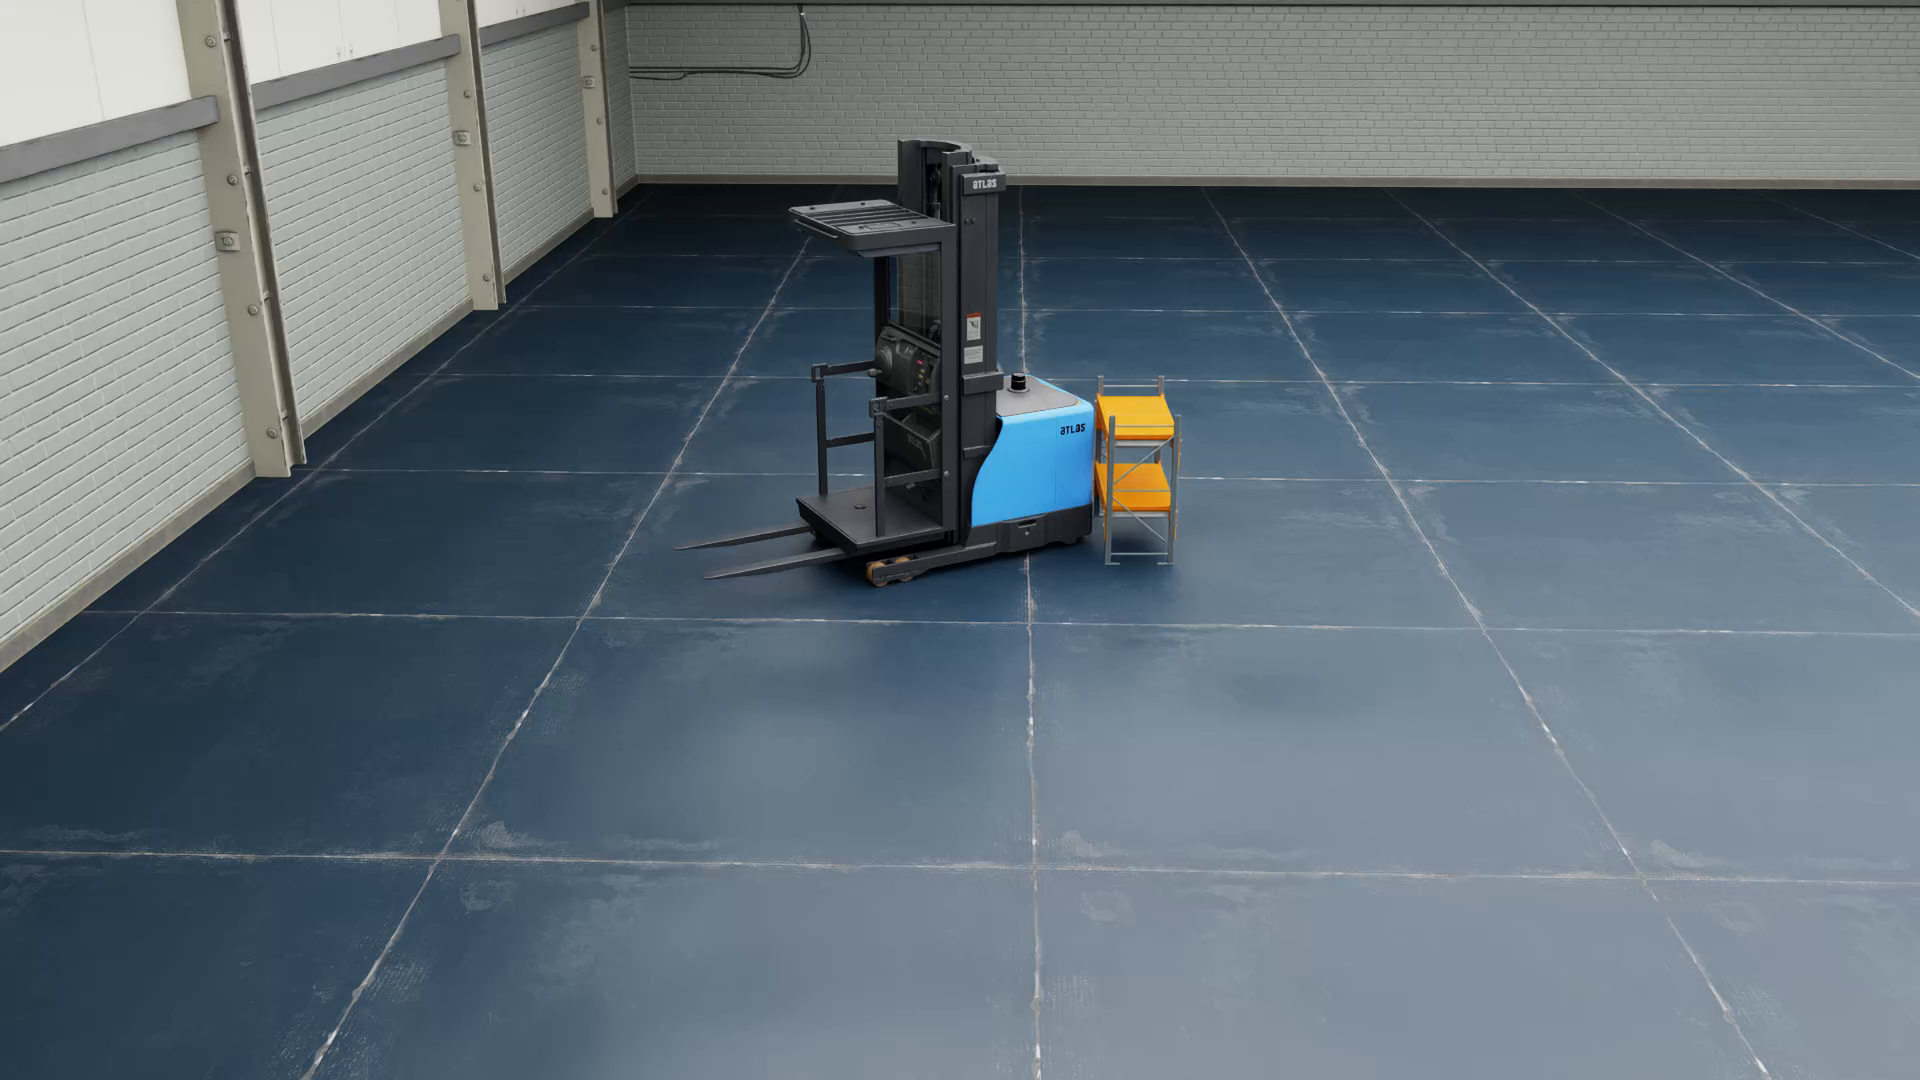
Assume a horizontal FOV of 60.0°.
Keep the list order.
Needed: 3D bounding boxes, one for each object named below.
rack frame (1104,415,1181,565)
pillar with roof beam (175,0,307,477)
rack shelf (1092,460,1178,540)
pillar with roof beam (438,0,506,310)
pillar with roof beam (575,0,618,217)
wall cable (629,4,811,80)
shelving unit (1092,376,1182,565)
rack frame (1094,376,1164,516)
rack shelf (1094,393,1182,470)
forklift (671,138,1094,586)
[{"bbox_3d":[1.299,-0.350,11.876,0.500,1.125,0.032,0,21,0],"label":"rack frame"},{"bbox_3d":[-1.454,-4.747,12.323,9.100,9.000,0.400,1,21,2],"label":"pillar with roof beam"},{"bbox_3d":[1.298,-0.306,12.439,0.538,0.278,1.000,0,21,0],"label":"rack shelf"},{"bbox_3d":[-1.271,-6.916,17.914,9.100,9.000,0.400,1,21,2],"label":"pillar with roof beam"},{"bbox_3d":[-1.089,-9.086,23.505,9.100,9.000,0.400,1,21,2],"label":"pillar with roof beam"},{"bbox_3d":[-3.980,-8.736,26.896,3.097,2.526,0.112,1,21,2],"label":"wall cable"},{"bbox_3d":[1.298,-0.534,12.350,0.538,1.125,1.048,0,21,0],"label":"shelving unit"},{"bbox_3d":[1.297,-0.718,12.824,0.500,1.125,0.032,0,21,0],"label":"rack frame"},{"bbox_3d":[1.298,-0.807,12.244,0.538,0.278,1.000,0,21,0],"label":"rack shelf"},{"bbox_3d":[-0.554,-1.260,11.725,3.031,2.935,1.130,-11,24,-26],"label":"forklift"}]
